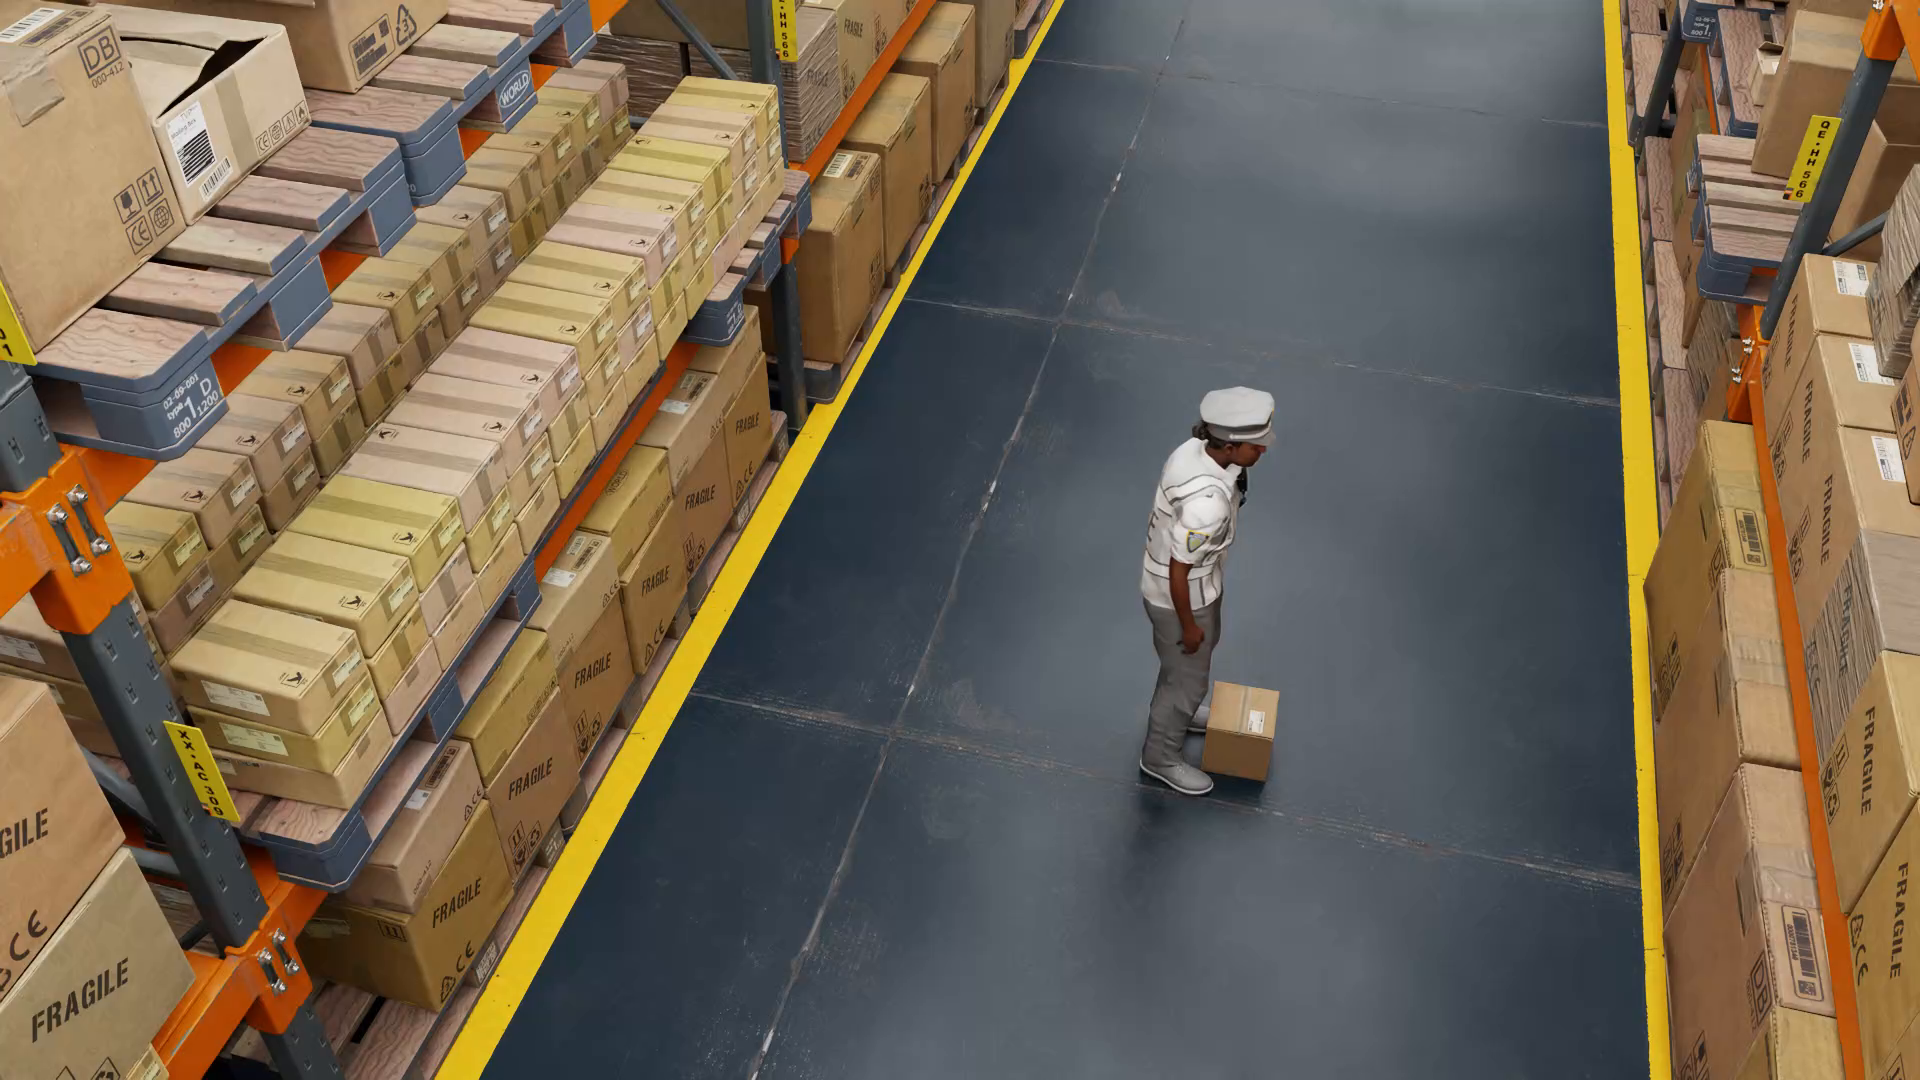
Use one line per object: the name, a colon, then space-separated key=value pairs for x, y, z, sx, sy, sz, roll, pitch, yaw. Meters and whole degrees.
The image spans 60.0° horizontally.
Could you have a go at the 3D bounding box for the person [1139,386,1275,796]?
person: x=0.842 y=0.175 z=5.961 sx=0.396 sy=1.657 sz=0.503 roll=10 pitch=42 yaw=11
